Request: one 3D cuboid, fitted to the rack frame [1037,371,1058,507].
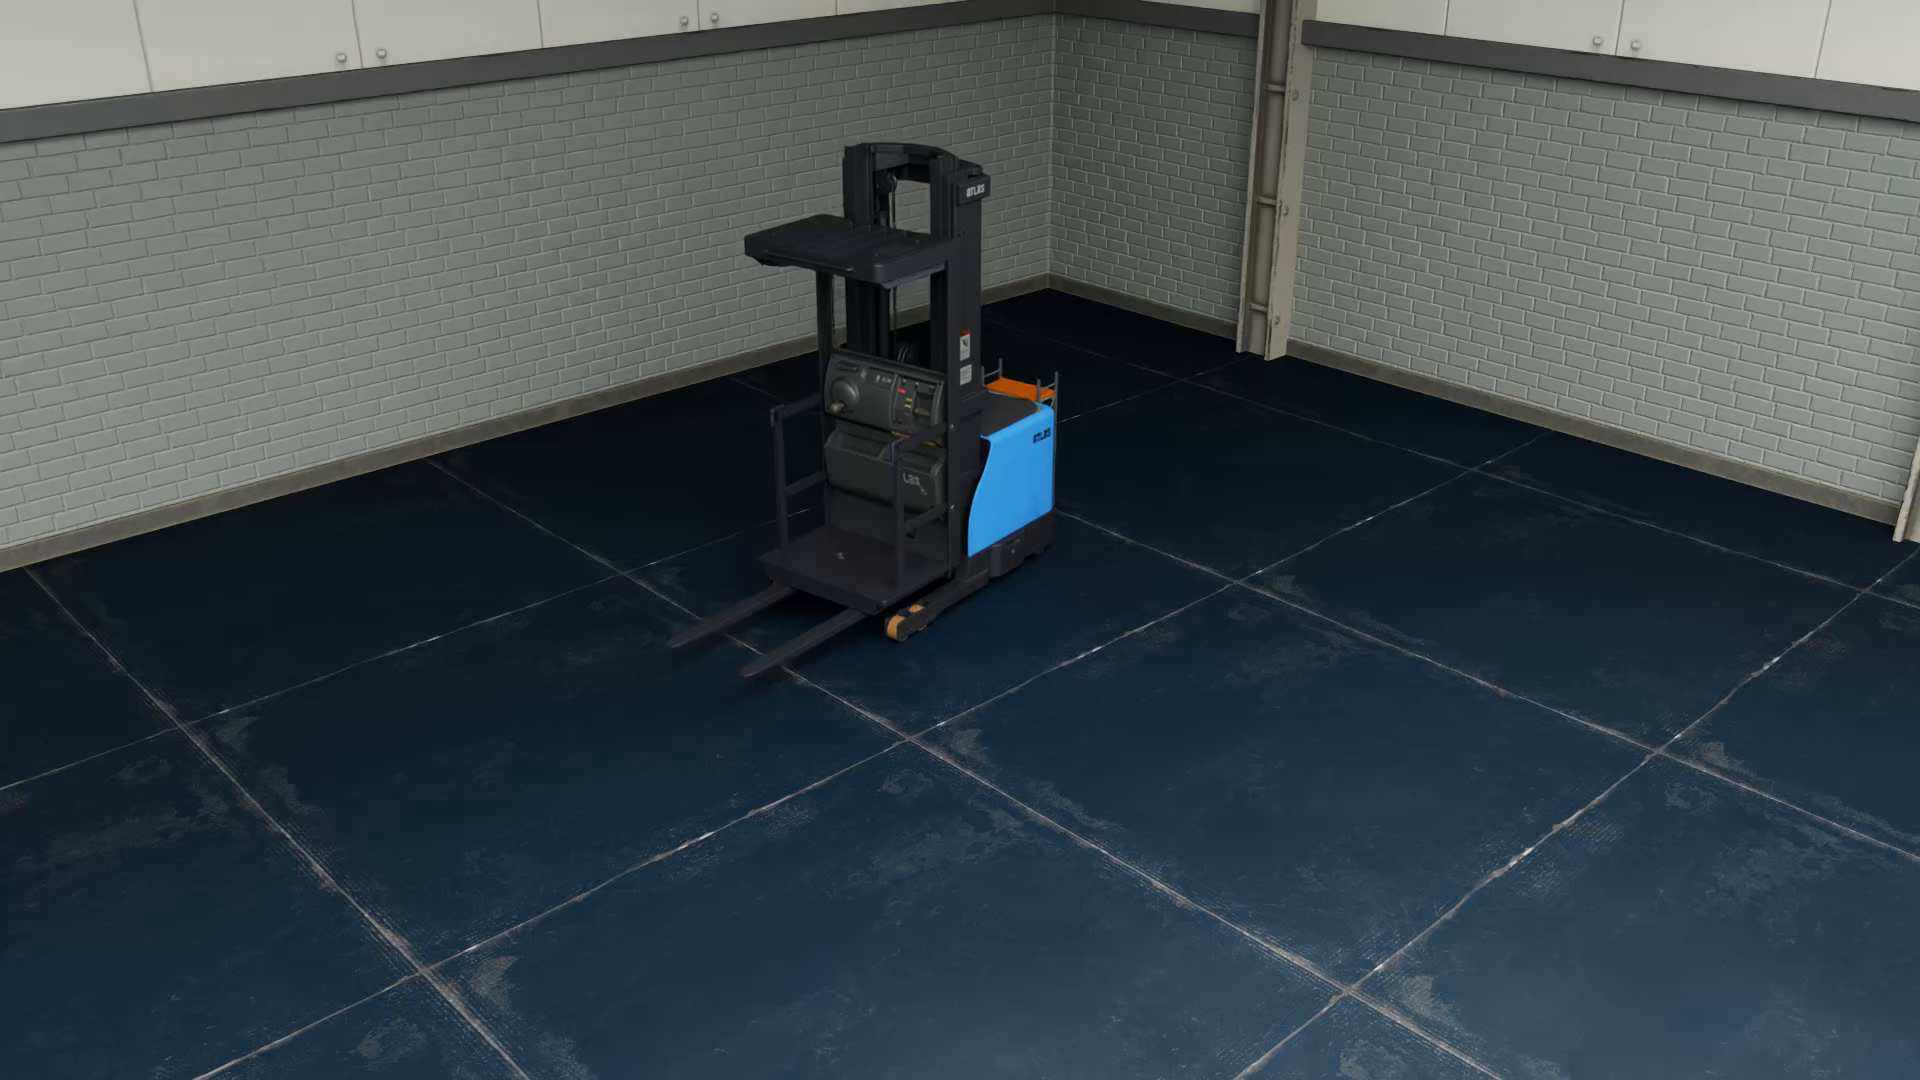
[{"bbox_3d":[0.614,-0.608,11.931,0.015,1.200,0.240,17,29,33],"label":"rack frame"}]

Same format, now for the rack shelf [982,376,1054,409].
[{"bbox_3d":[0.420,-1.027,11.903,0.480,0.148,0.258,17,29,33],"label":"rack shelf"}]

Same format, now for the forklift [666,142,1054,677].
[{"bbox_3d":[-0.618,-0.914,10.520,1.130,2.935,3.031,17,30,33],"label":"forklift"}]

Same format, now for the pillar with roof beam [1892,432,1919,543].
[{"bbox_3d":[3.859,-2.859,7.472,9.100,9.000,0.400,-21,32,-38],"label":"pillar with roof beam"}]

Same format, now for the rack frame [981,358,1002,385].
[{"bbox_3d":[0.224,-0.729,12.198,0.015,1.200,0.240,17,29,33],"label":"rack frame"}]

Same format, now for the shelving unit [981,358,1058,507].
[{"bbox_3d":[0.419,-0.668,12.064,0.503,1.200,0.258,17,29,33],"label":"shelving unit"}]

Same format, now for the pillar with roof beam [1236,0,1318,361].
[{"bbox_3d":[-0.242,-4.677,11.457,9.100,9.000,0.400,-21,32,-38],"label":"pillar with roof beam"}]
